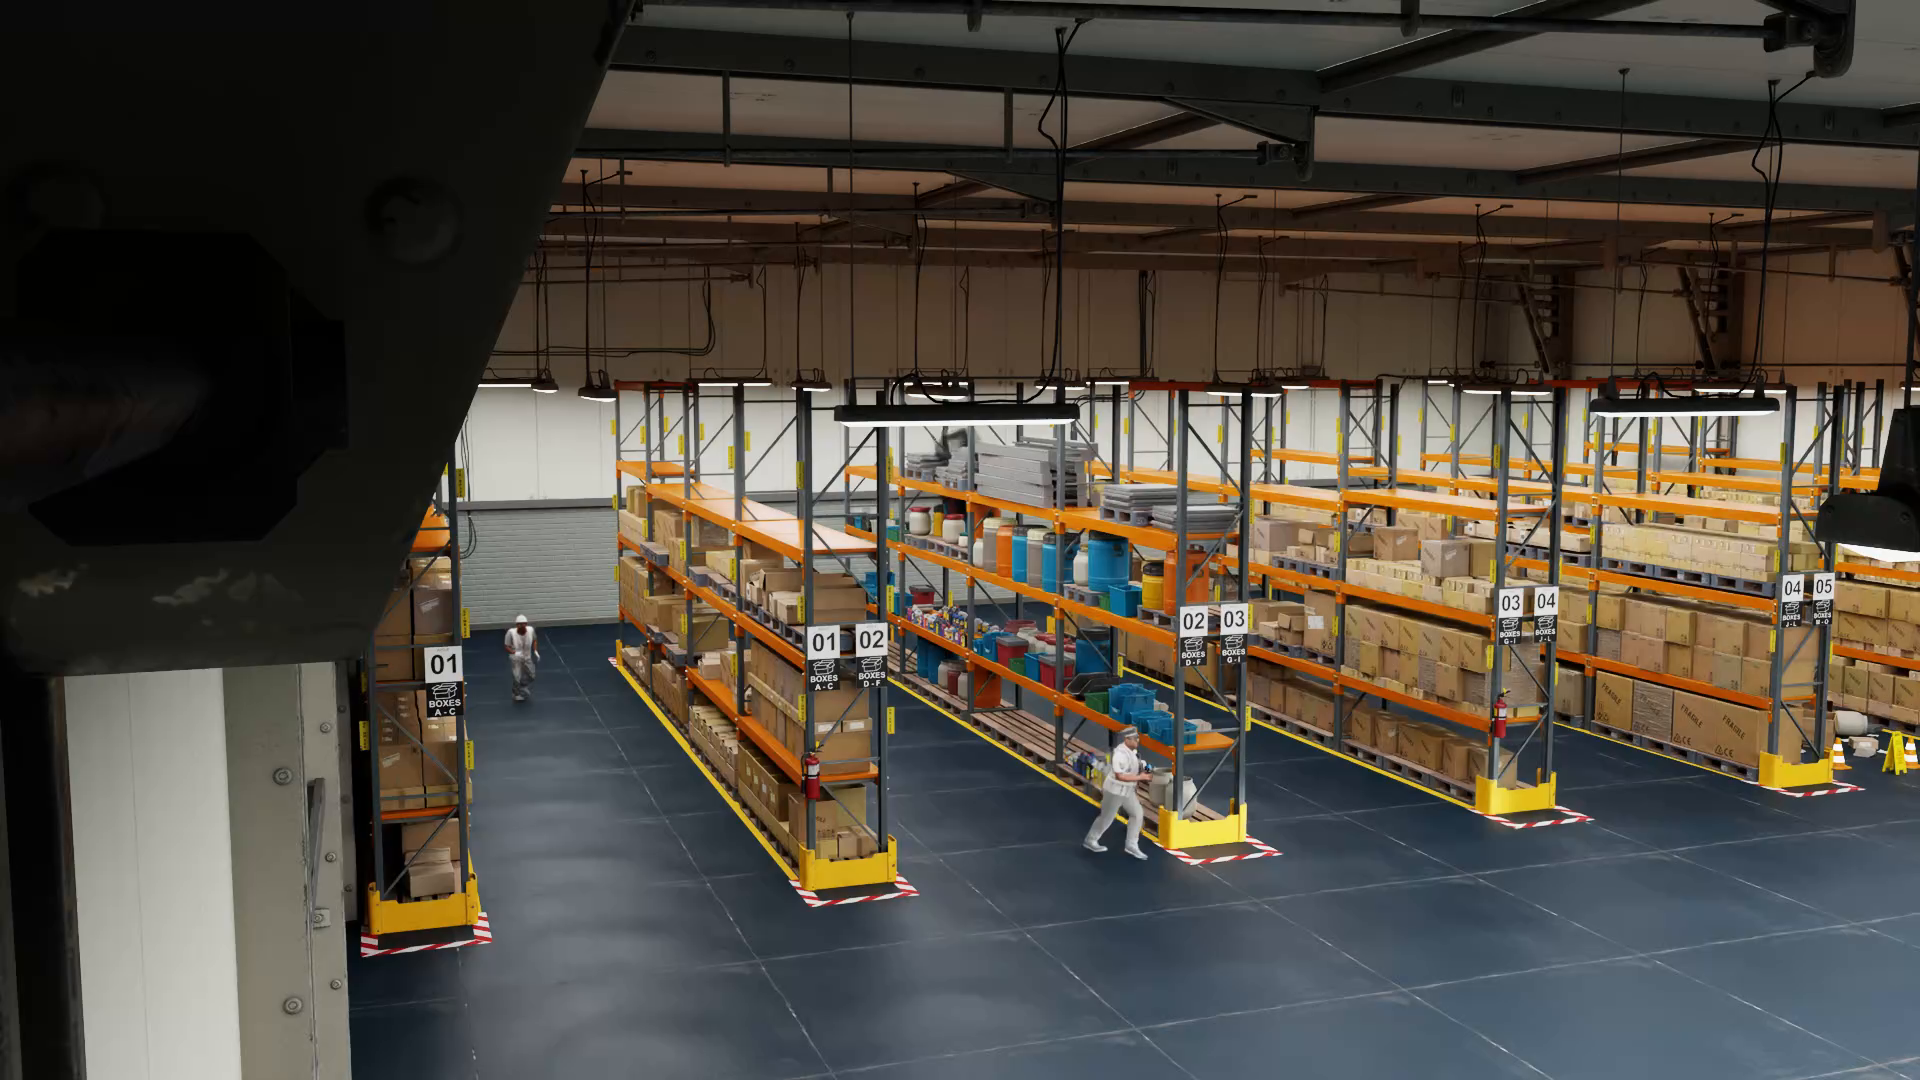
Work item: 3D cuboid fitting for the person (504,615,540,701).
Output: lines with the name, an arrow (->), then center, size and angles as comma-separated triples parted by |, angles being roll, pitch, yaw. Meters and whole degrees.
person -> -8.226, 2.212, 31.177 | 0.683, 1.667, 0.784 | -4, 7, -34

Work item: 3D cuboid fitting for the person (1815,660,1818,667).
person -> 17.696, 1.854, 34.928 | 0.568, 1.594, 0.687 | -5, 8, -39

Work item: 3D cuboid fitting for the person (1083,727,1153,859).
person -> 2.034, 3.231, 21.278 | 0.963, 1.771, 0.669 | 3, 7, 29
